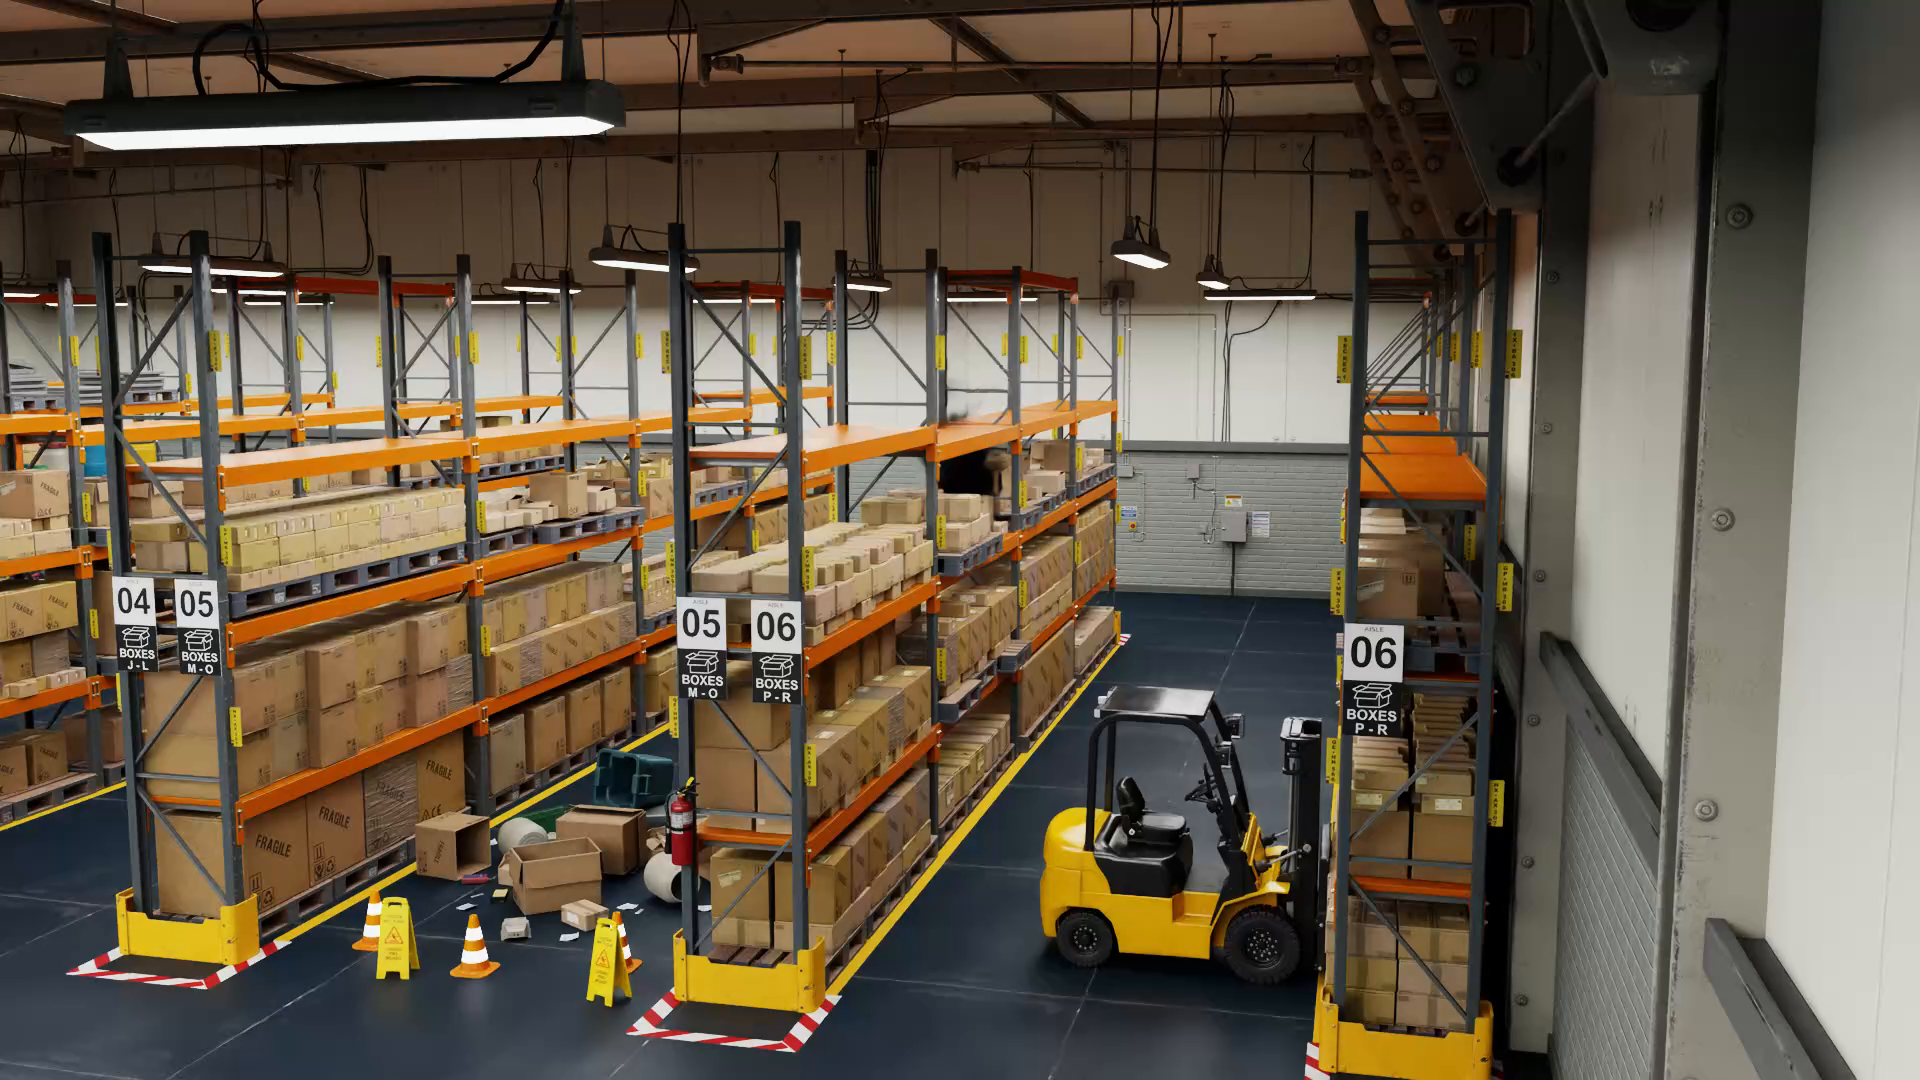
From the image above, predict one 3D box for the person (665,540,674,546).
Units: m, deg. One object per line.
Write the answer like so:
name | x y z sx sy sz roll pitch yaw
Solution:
person | -4.866 0.868 28.154 0.706 1.774 0.886 2 7 17
